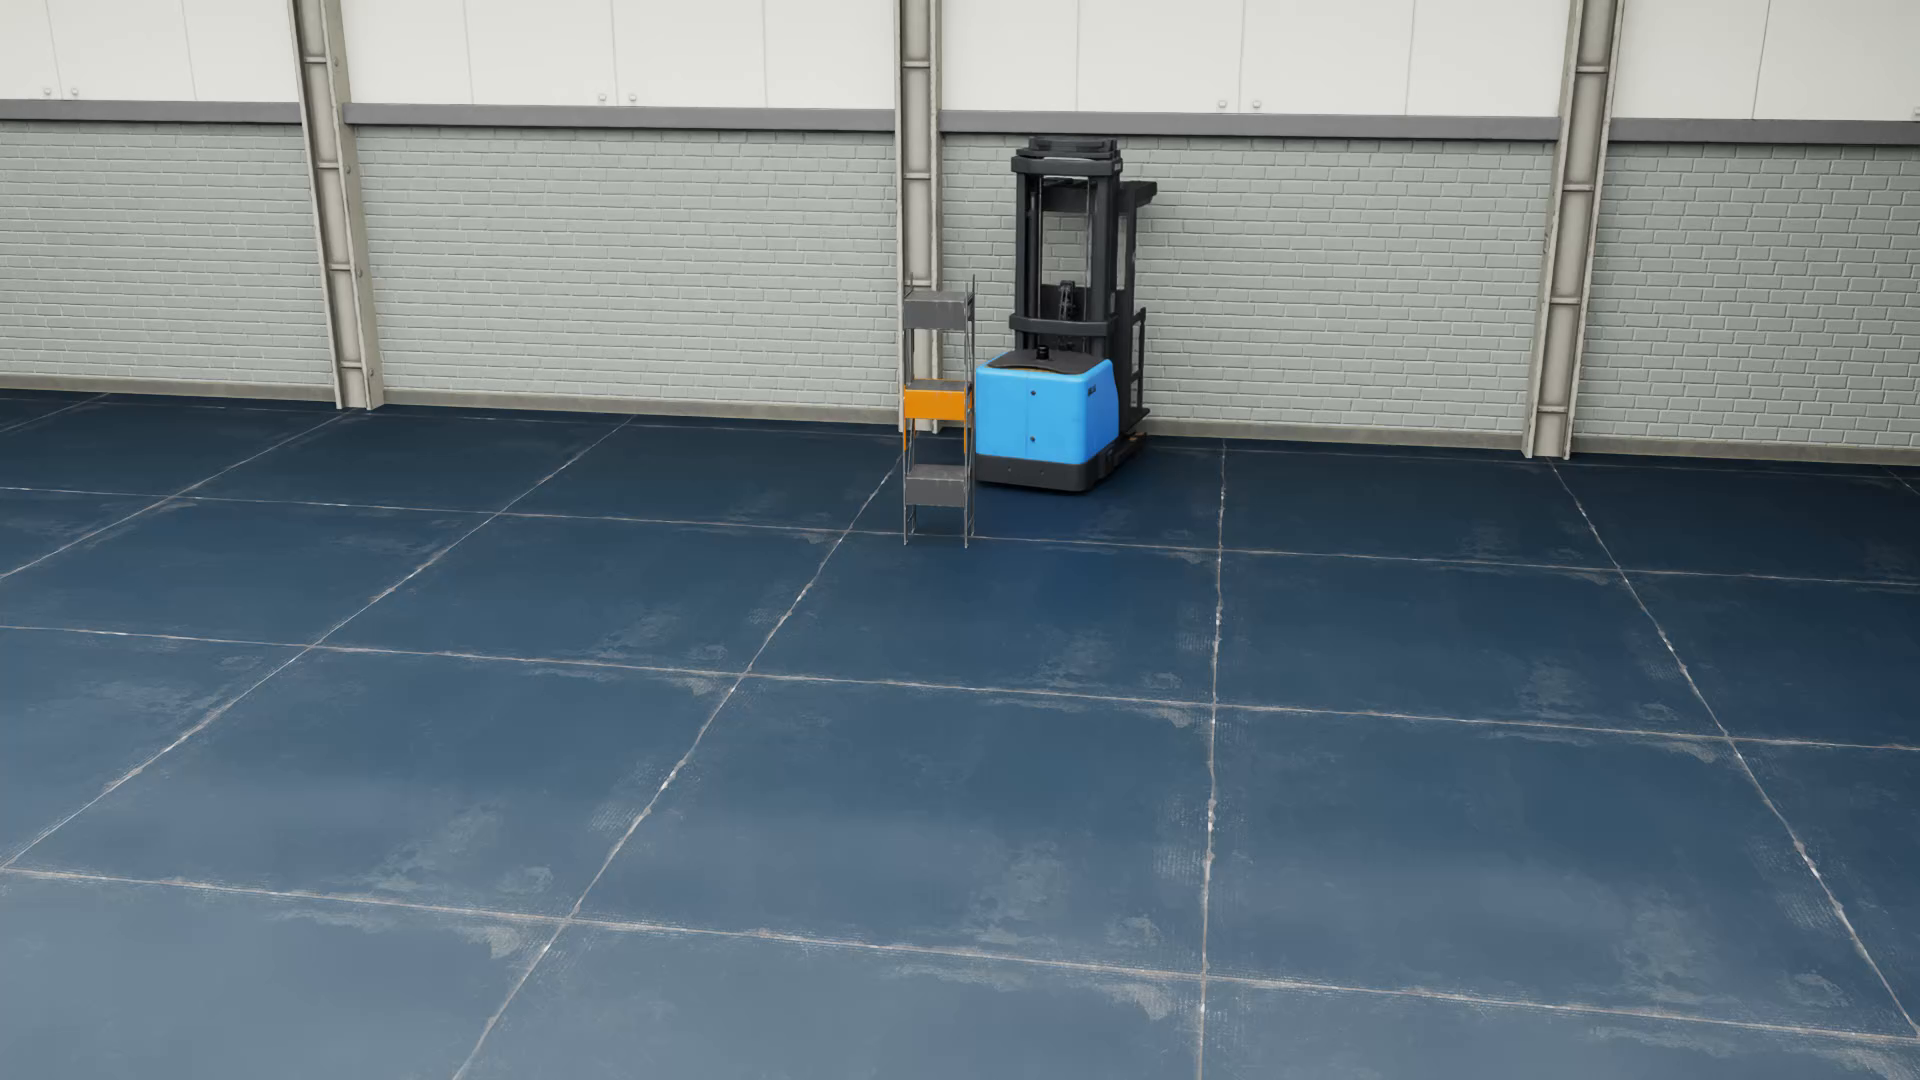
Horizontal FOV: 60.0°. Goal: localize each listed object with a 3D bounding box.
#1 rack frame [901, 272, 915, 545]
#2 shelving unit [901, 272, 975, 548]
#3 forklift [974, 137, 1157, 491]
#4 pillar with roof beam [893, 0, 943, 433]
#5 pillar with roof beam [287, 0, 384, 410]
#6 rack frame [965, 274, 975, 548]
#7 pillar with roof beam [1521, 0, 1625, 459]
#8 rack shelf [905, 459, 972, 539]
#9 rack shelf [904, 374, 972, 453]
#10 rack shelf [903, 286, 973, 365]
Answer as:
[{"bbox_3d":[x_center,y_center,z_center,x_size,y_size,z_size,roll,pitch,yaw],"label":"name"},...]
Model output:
[{"bbox_3d":[-0.404,-1.016,13.032,0.015,2.100,0.400,3,19,9],"label":"rack frame"},{"bbox_3d":[-0.163,-1.004,12.995,0.503,2.100,0.431,3,19,9],"label":"shelving unit"},{"bbox_3d":[1.143,-2.237,15.371,1.130,2.935,3.031,7,20,21],"label":"forklift"},{"bbox_3d":[-1.073,-4.033,11.173,0.400,9.000,9.100,3,19,9],"label":"pillar with roof beam"},{"bbox_3d":[-6.997,-4.334,12.076,0.400,9.000,9.100,3,19,9],"label":"pillar with roof beam"},{"bbox_3d":[0.077,-0.992,12.958,0.015,2.100,0.400,3,19,9],"label":"rack frame"},{"bbox_3d":[4.851,-3.731,10.271,0.400,9.000,9.100,3,19,9],"label":"pillar with roof beam"},{"bbox_3d":[-0.163,-0.327,13.221,0.480,0.518,0.431,3,19,9],"label":"rack shelf"},{"bbox_3d":[-0.163,-0.991,12.999,0.480,0.518,0.431,3,19,9],"label":"rack shelf"},{"bbox_3d":[-0.163,-1.655,12.777,0.480,0.518,0.431,3,19,9],"label":"rack shelf"}]
